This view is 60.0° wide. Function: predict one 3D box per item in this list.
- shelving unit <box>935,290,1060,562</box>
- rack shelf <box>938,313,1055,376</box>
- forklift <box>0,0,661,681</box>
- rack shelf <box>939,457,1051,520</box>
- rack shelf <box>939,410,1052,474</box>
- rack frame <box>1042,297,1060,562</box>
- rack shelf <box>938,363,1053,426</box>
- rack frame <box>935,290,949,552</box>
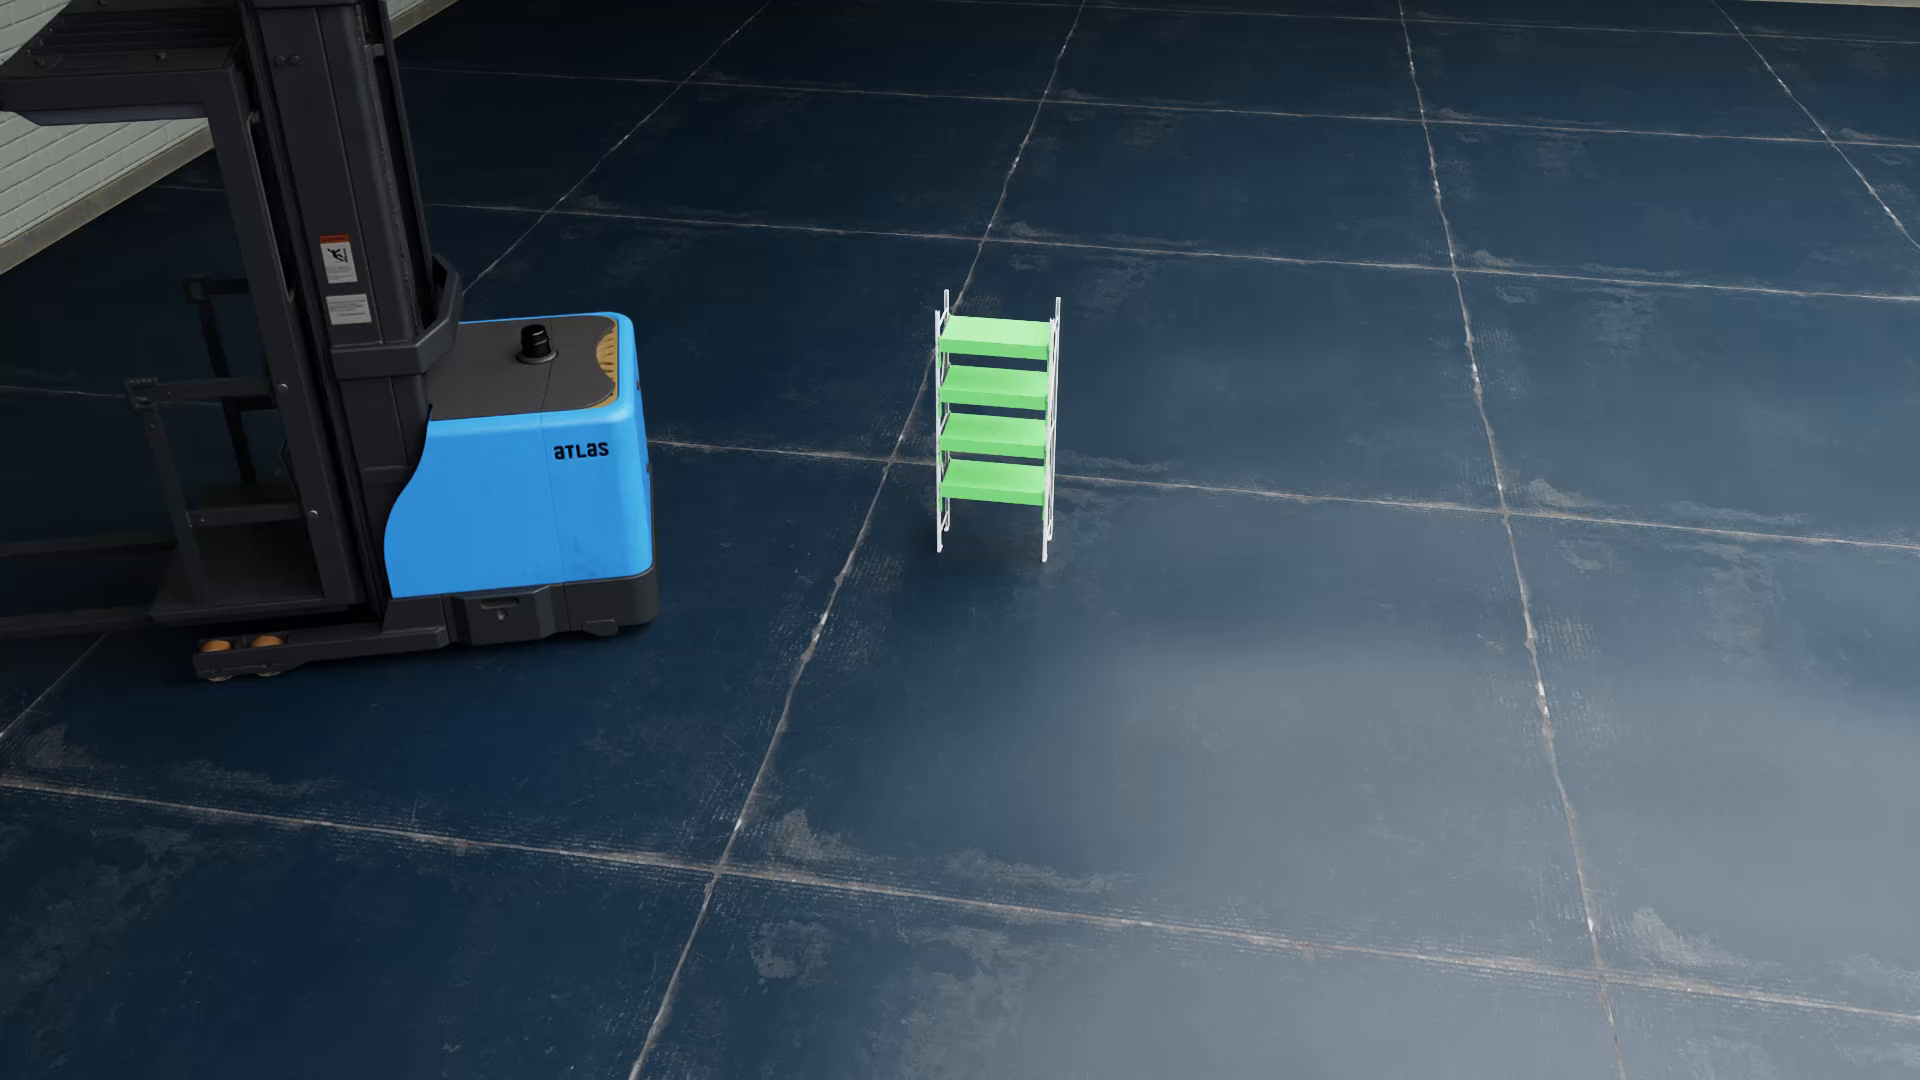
[{"bbox_3d":[0.163,-0.494,7.408,0.503,1.200,0.258,5,32,8],"label":"shelving unit"},{"bbox_3d":[0.163,-0.847,7.187,0.480,0.148,0.258,5,32,8],"label":"rack shelf"},{"bbox_3d":[-2.850,-0.967,6.532,3.031,2.935,1.130,-5,32,-8],"label":"forklift"},{"bbox_3d":[0.163,-0.236,7.569,0.480,0.148,0.258,5,32,8],"label":"rack shelf"},{"bbox_3d":[0.163,-0.440,7.442,0.480,0.148,0.258,5,32,8],"label":"rack shelf"},{"bbox_3d":[0.404,-0.472,7.373,0.015,1.200,0.240,5,32,8],"label":"rack frame"},{"bbox_3d":[0.163,-0.643,7.315,0.480,0.148,0.258,5,32,8],"label":"rack shelf"},{"bbox_3d":[-0.077,-0.516,7.443,0.015,1.200,0.240,5,32,8],"label":"rack frame"}]
